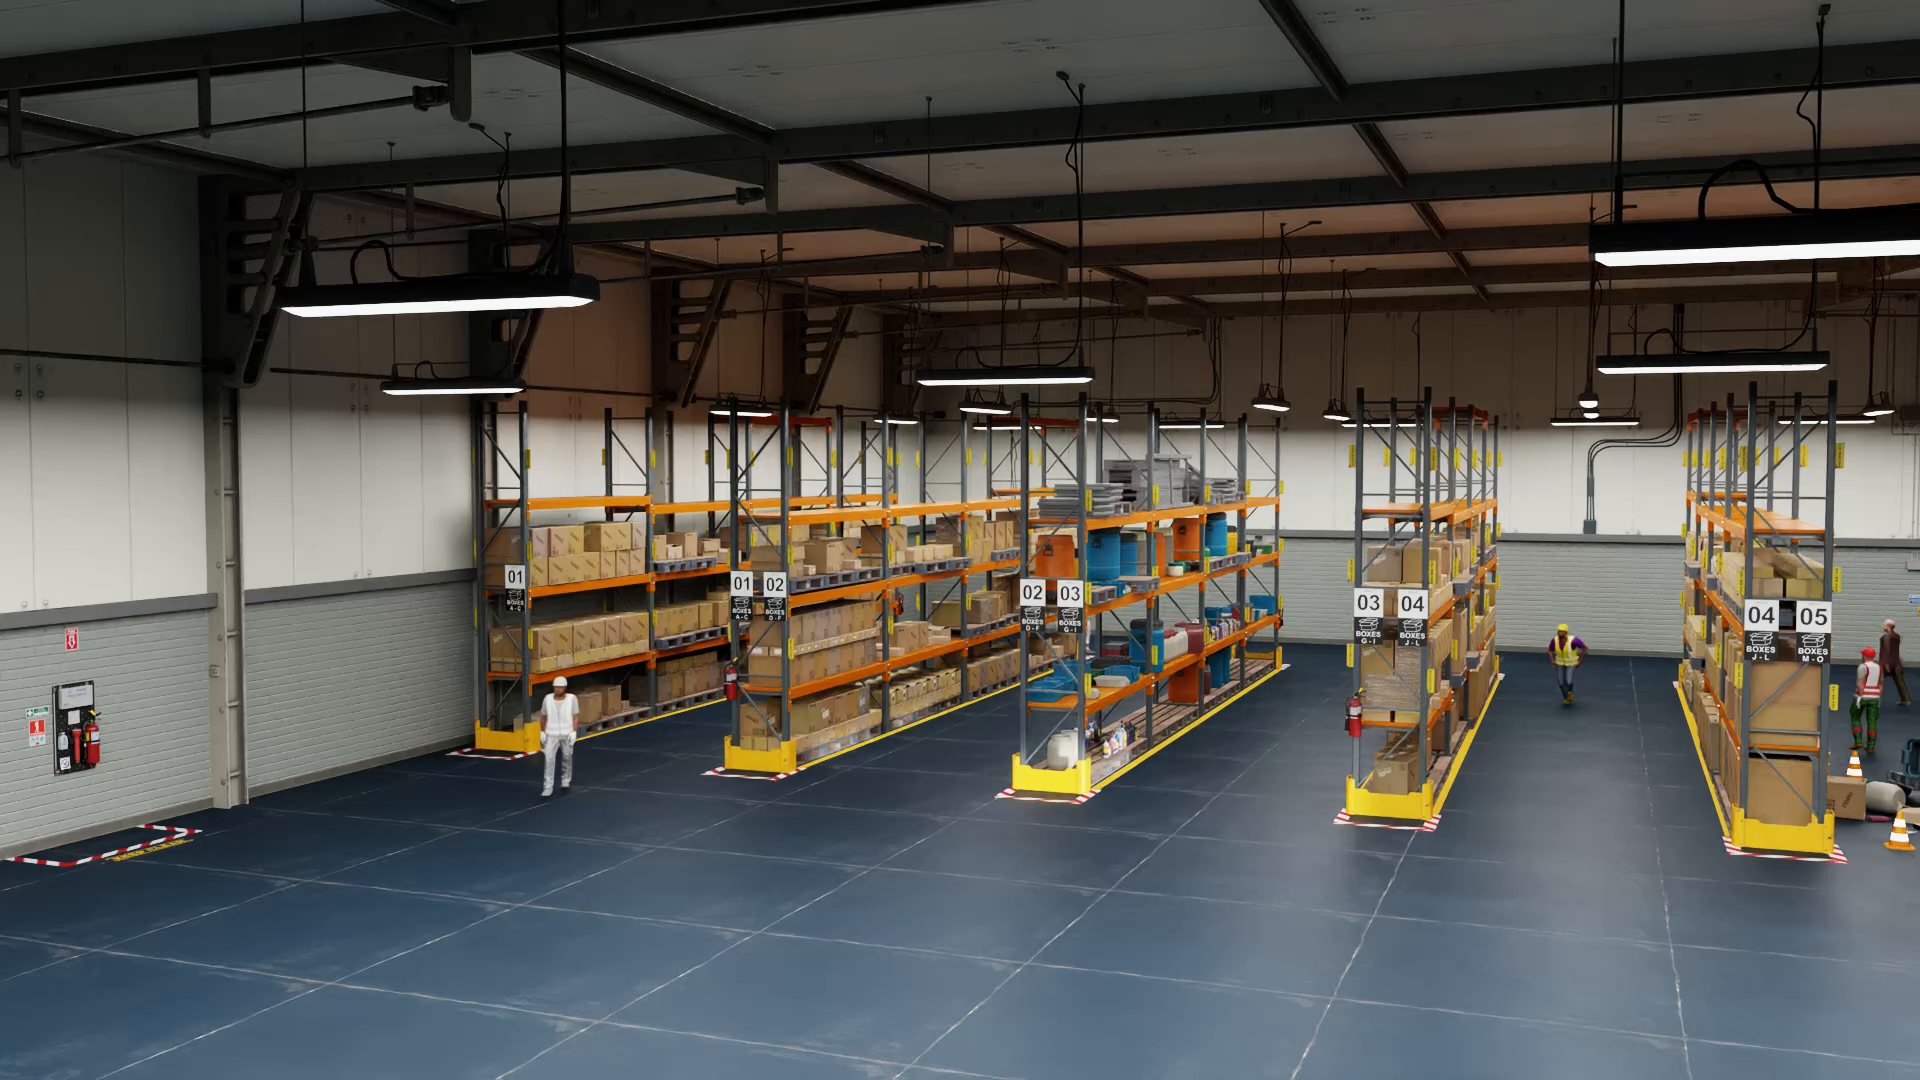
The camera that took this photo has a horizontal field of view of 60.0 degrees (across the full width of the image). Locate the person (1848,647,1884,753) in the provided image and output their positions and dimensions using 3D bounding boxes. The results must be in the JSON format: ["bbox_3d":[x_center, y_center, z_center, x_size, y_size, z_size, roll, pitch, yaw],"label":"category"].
[{"bbox_3d":[15.522,2.738,28.383,0.508,1.807,0.542,1,3,13],"label":"person"}]

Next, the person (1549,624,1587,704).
[{"bbox_3d":[12.346,2.525,33.791,0.747,1.667,0.680,2,3,31],"label":"person"}]

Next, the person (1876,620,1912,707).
[{"bbox_3d":[18.757,2.472,33.584,0.553,1.721,1.082,-1,3,-14],"label":"person"}]

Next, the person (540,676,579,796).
[{"bbox_3d":[-5.981,2.895,24.838,0.574,1.725,0.993,-1,3,-13],"label":"person"}]

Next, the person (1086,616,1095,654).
[{"bbox_3d":[3.099,2.028,42.718,0.717,1.781,0.602,2,3,35],"label":"person"}]
